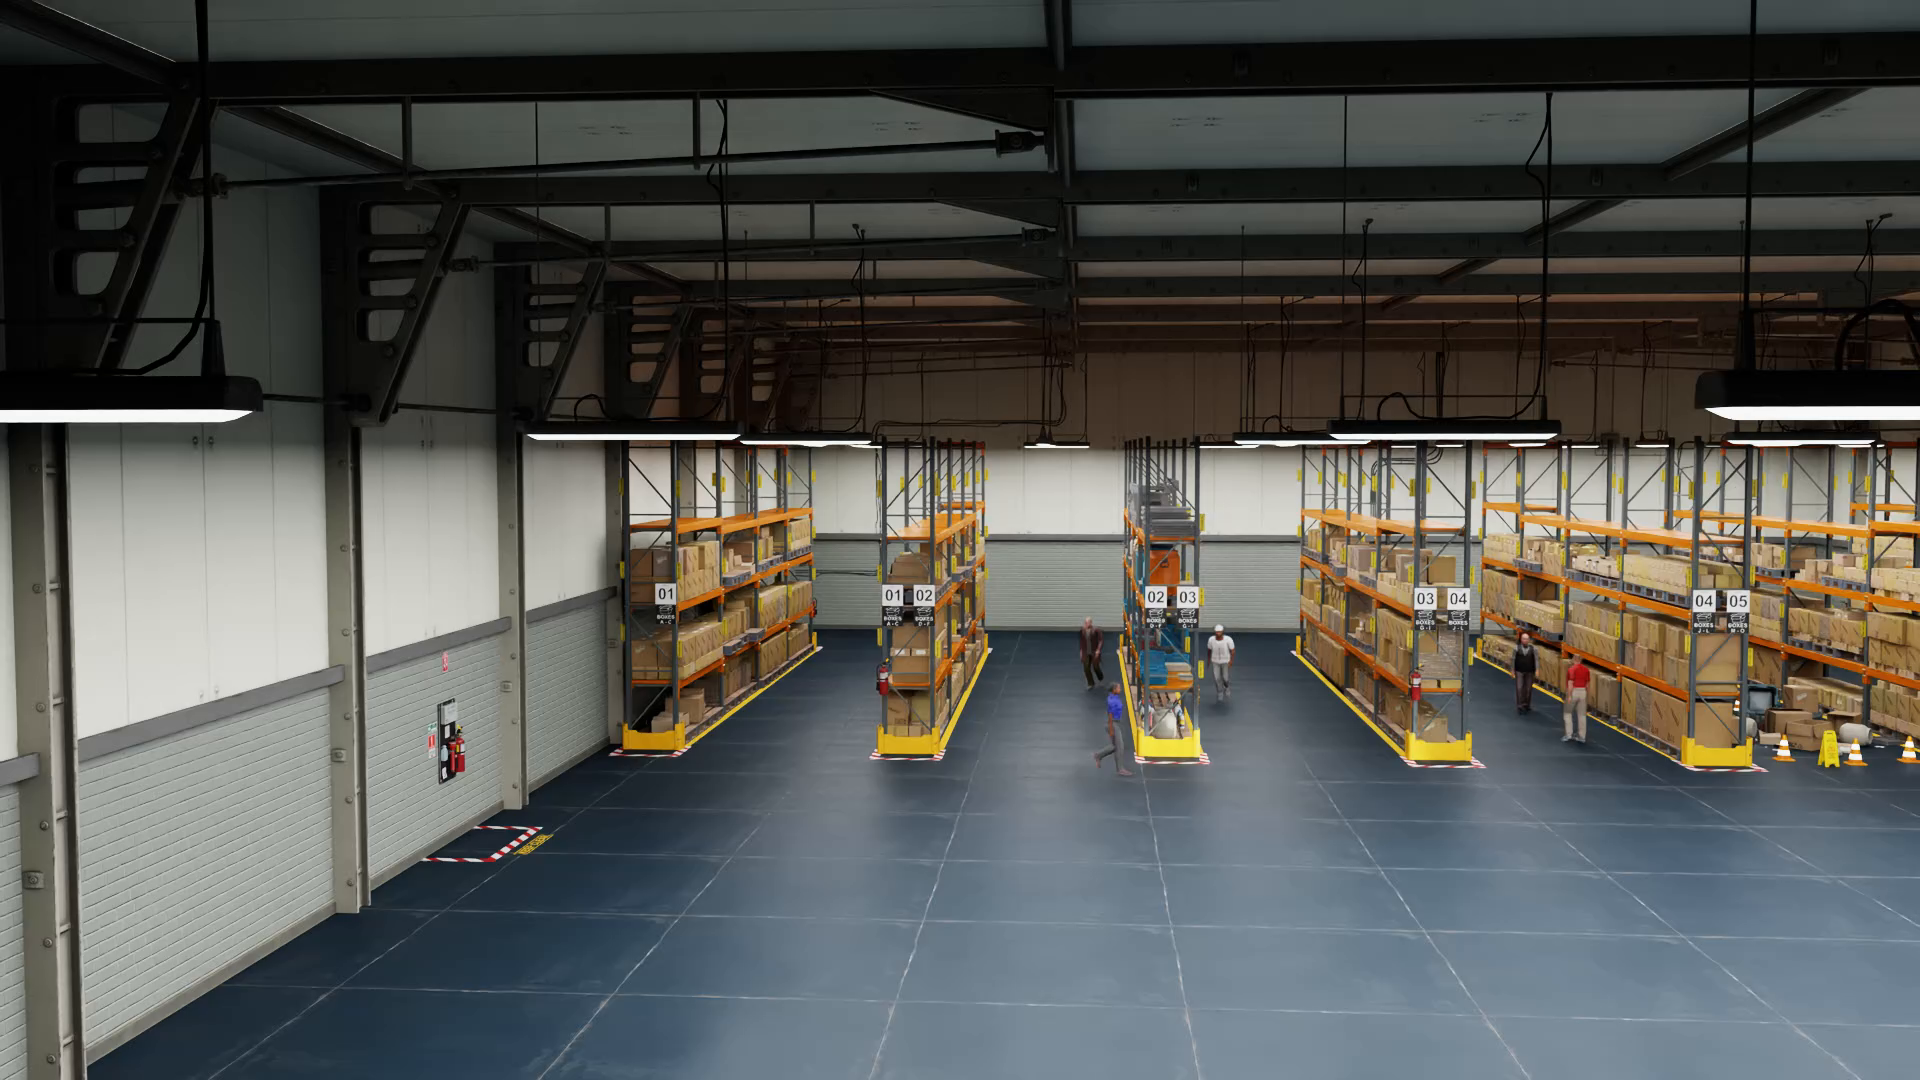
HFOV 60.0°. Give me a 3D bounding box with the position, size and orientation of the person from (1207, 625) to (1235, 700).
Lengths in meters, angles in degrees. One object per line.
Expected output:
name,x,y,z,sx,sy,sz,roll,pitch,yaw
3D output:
person,6.024,2.806,38.347,0.636,1.740,0.678,1,3,18

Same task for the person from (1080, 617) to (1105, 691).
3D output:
person,3.194,2.713,40.029,0.641,1.757,0.751,1,3,23

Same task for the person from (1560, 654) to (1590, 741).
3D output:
person,12.185,3.141,32.782,0.544,1.785,0.599,0,3,-1

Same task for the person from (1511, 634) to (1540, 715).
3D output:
person,12.386,3.016,36.425,0.594,1.545,0.671,1,3,17

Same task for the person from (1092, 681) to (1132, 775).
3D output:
person,2.706,3.316,29.465,0.746,1.641,0.504,1,3,15
